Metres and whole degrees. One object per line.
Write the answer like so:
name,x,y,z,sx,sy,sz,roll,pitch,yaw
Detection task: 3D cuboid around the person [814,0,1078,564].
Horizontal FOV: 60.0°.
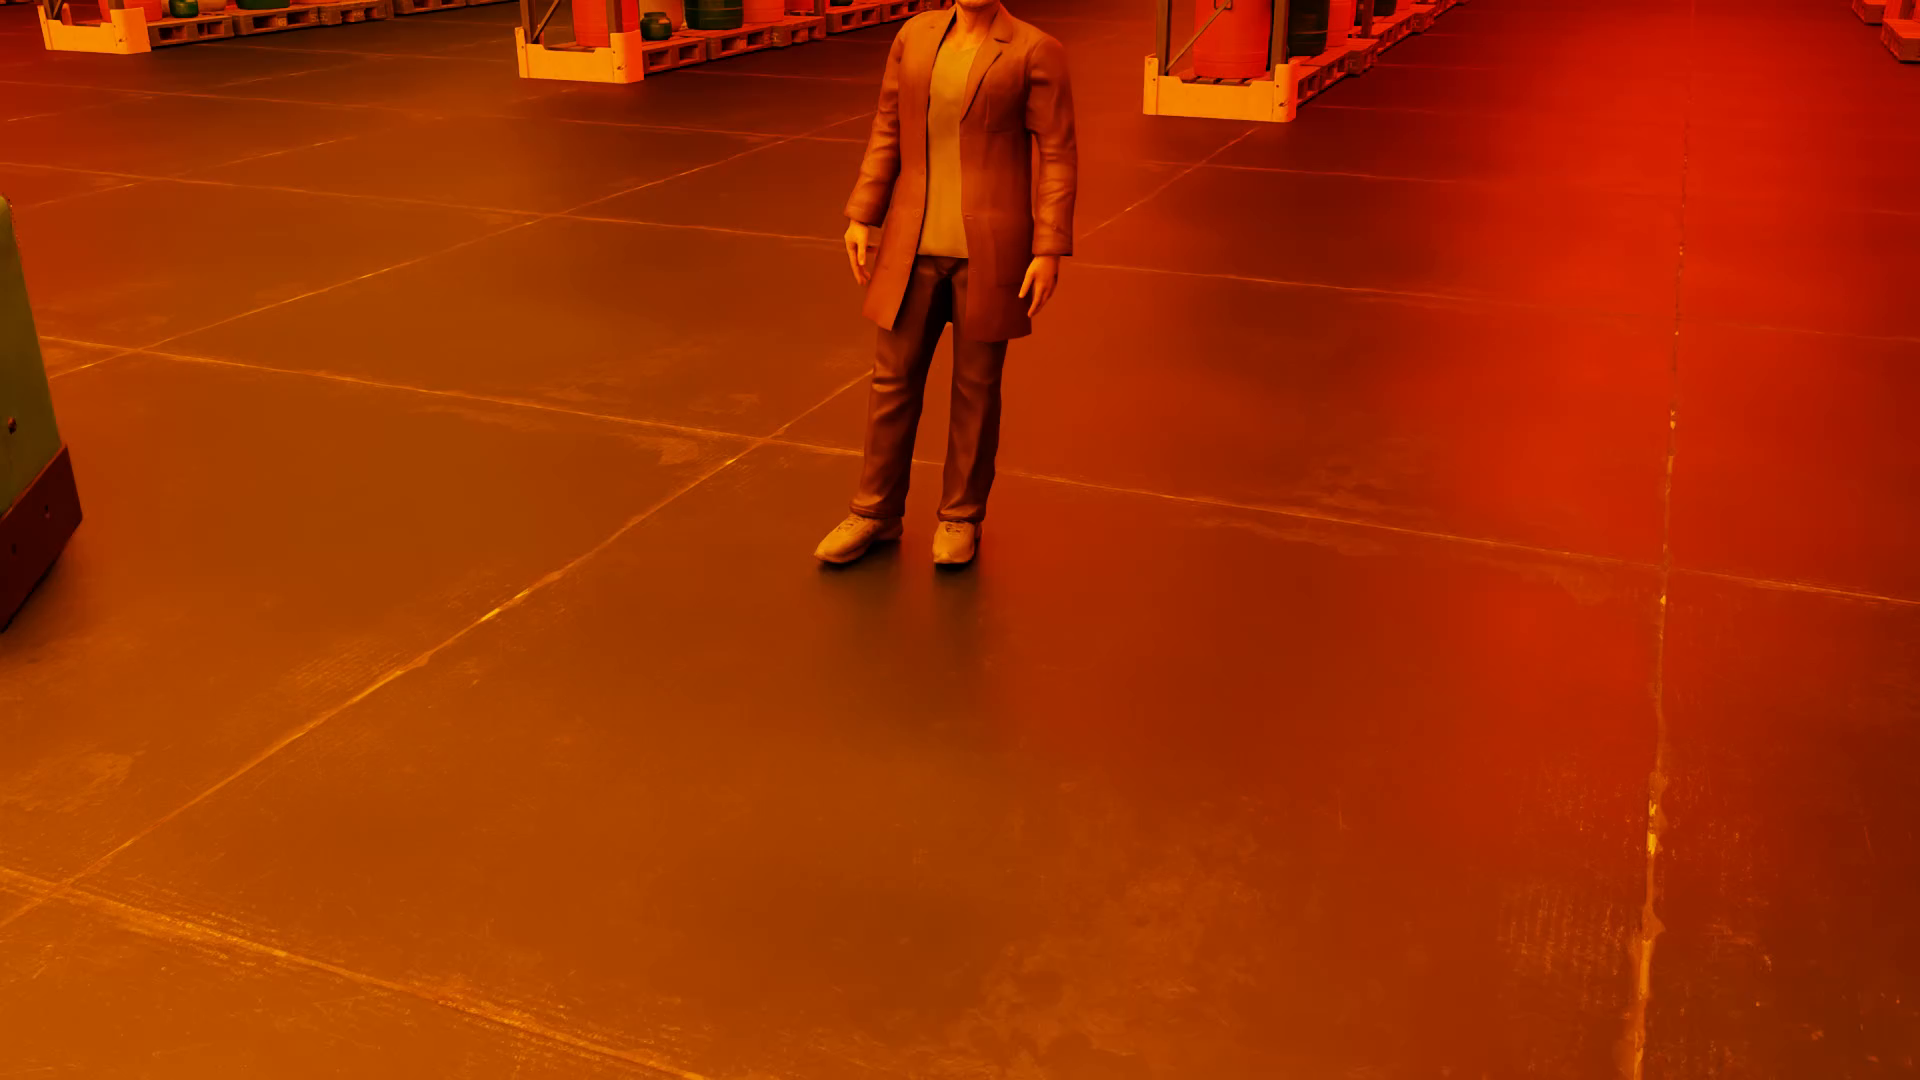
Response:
person,-0.038,-0.795,4.670,0.698,1.777,0.579,9,24,21

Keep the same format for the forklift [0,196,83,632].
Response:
forklift,-4.058,-1.064,3.837,3.031,2.935,1.130,-5,23,-11
